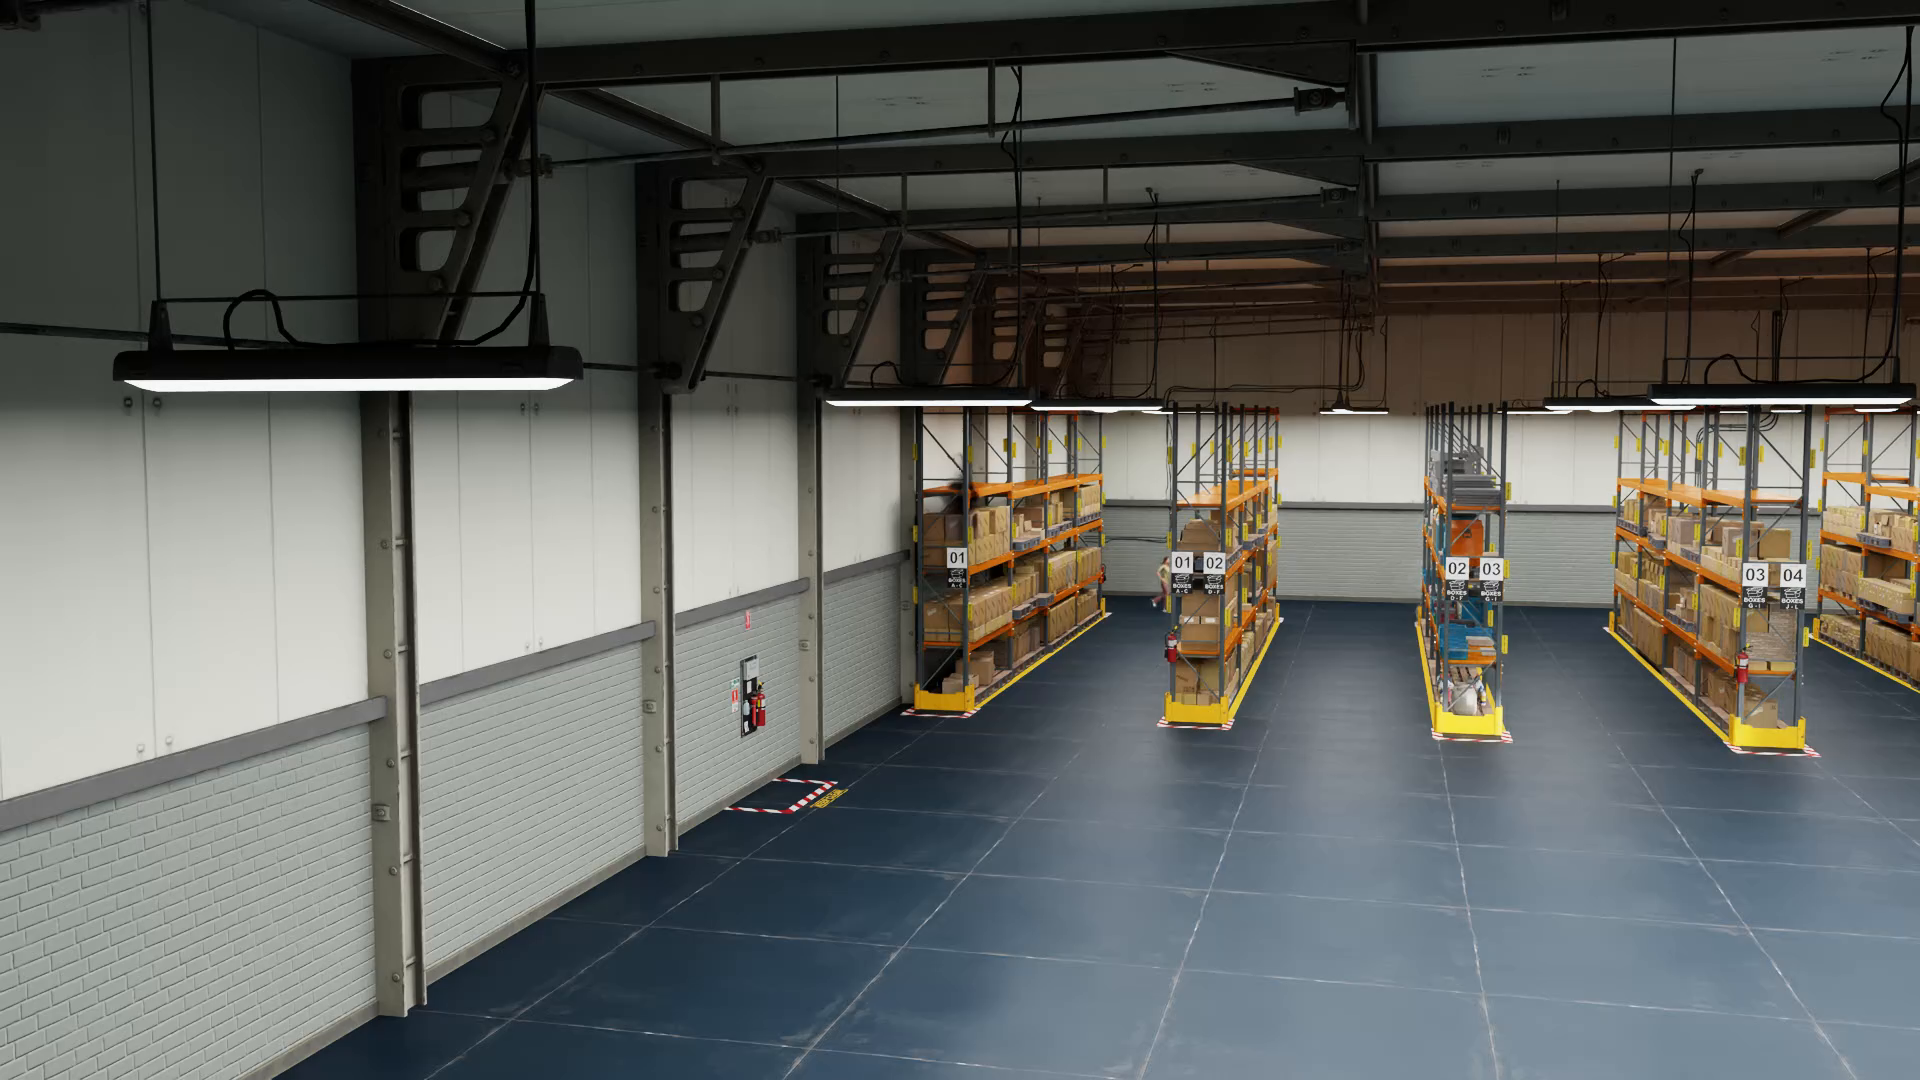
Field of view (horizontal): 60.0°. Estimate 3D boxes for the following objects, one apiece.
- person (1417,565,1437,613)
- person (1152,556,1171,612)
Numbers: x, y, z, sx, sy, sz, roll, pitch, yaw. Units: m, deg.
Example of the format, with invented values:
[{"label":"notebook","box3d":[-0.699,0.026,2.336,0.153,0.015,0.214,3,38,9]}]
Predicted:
[{"label":"person","box3d":[13.313,1.404,46.587,0.993,1.765,0.623,2,5,29]},{"label":"person","box3d":[6.043,1.292,49.207,0.720,1.630,0.640,4,6,40]}]
